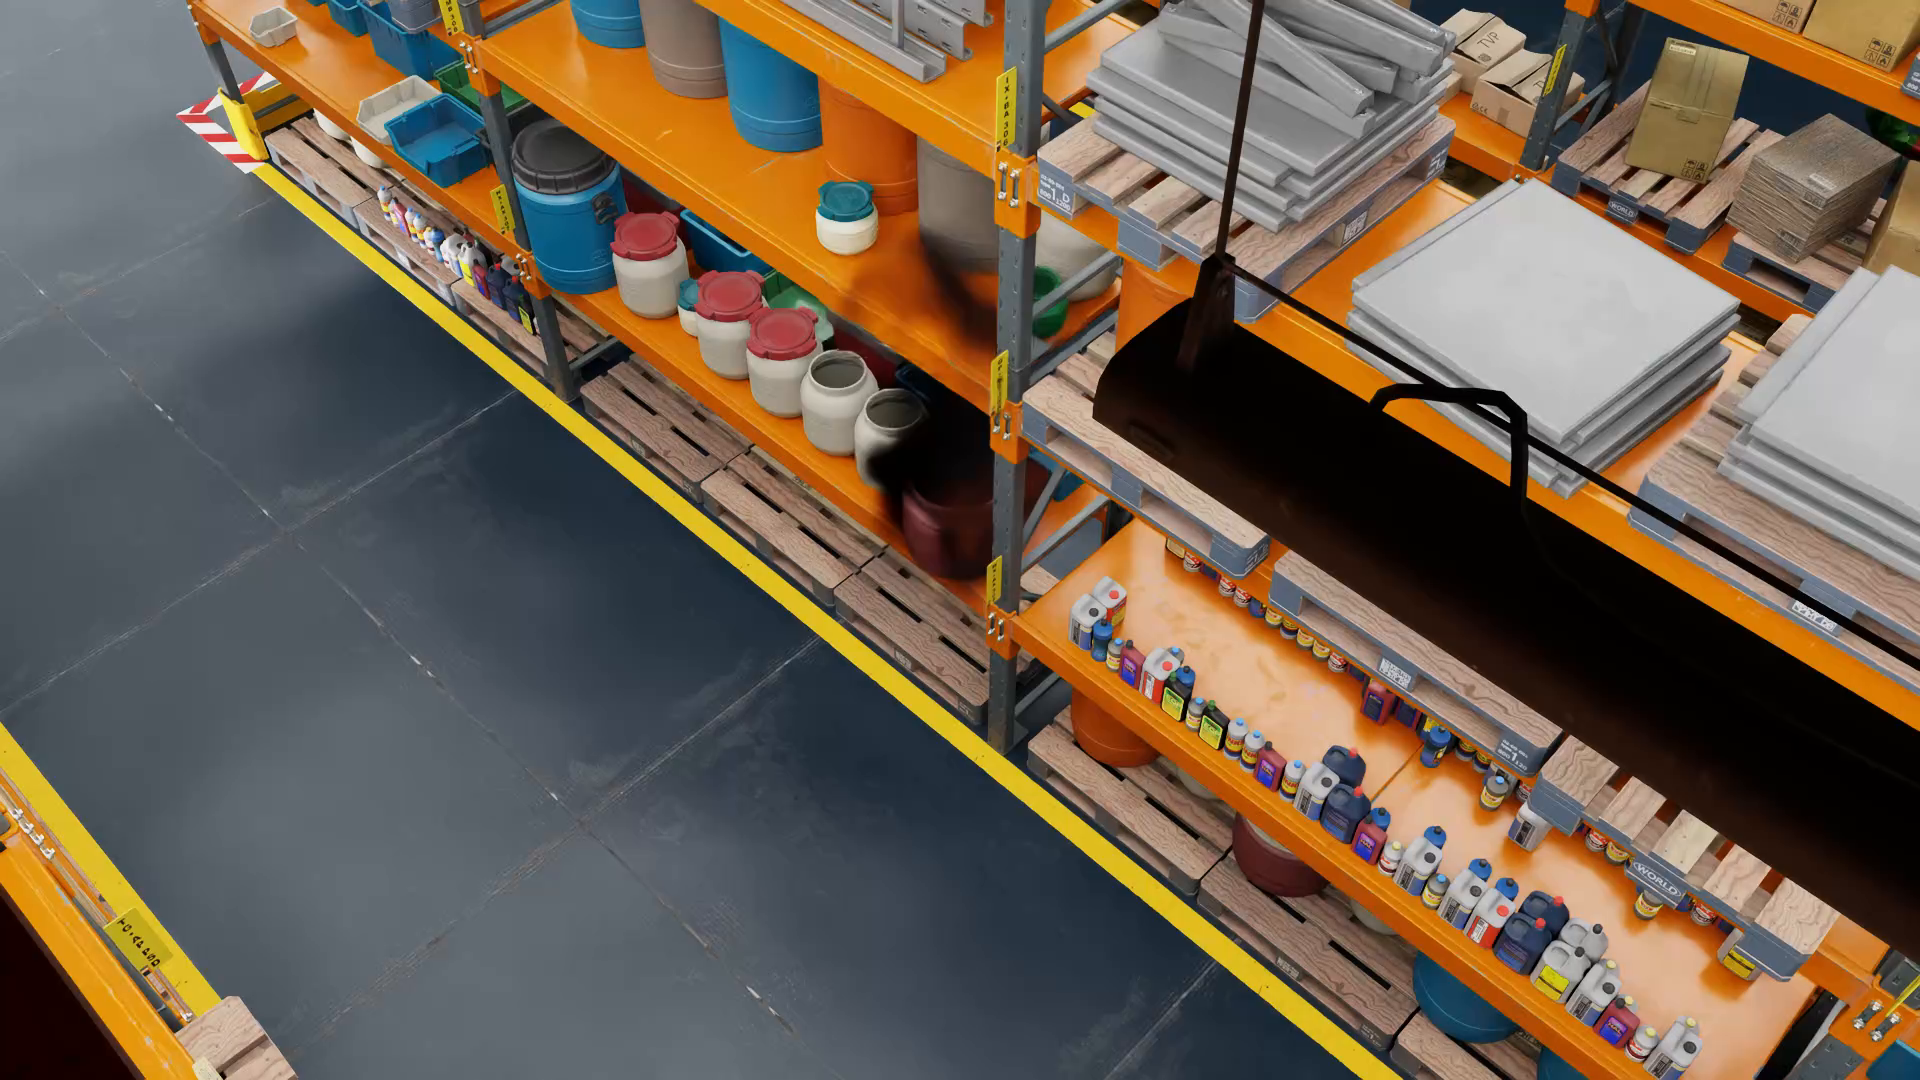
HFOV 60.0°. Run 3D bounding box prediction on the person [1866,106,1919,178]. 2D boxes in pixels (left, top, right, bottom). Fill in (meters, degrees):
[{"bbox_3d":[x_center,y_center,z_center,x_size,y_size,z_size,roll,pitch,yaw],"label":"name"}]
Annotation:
[{"bbox_3d":[6.968,-3.381,12.163,0.920,1.616,0.636,15,52,12],"label":"person"}]
